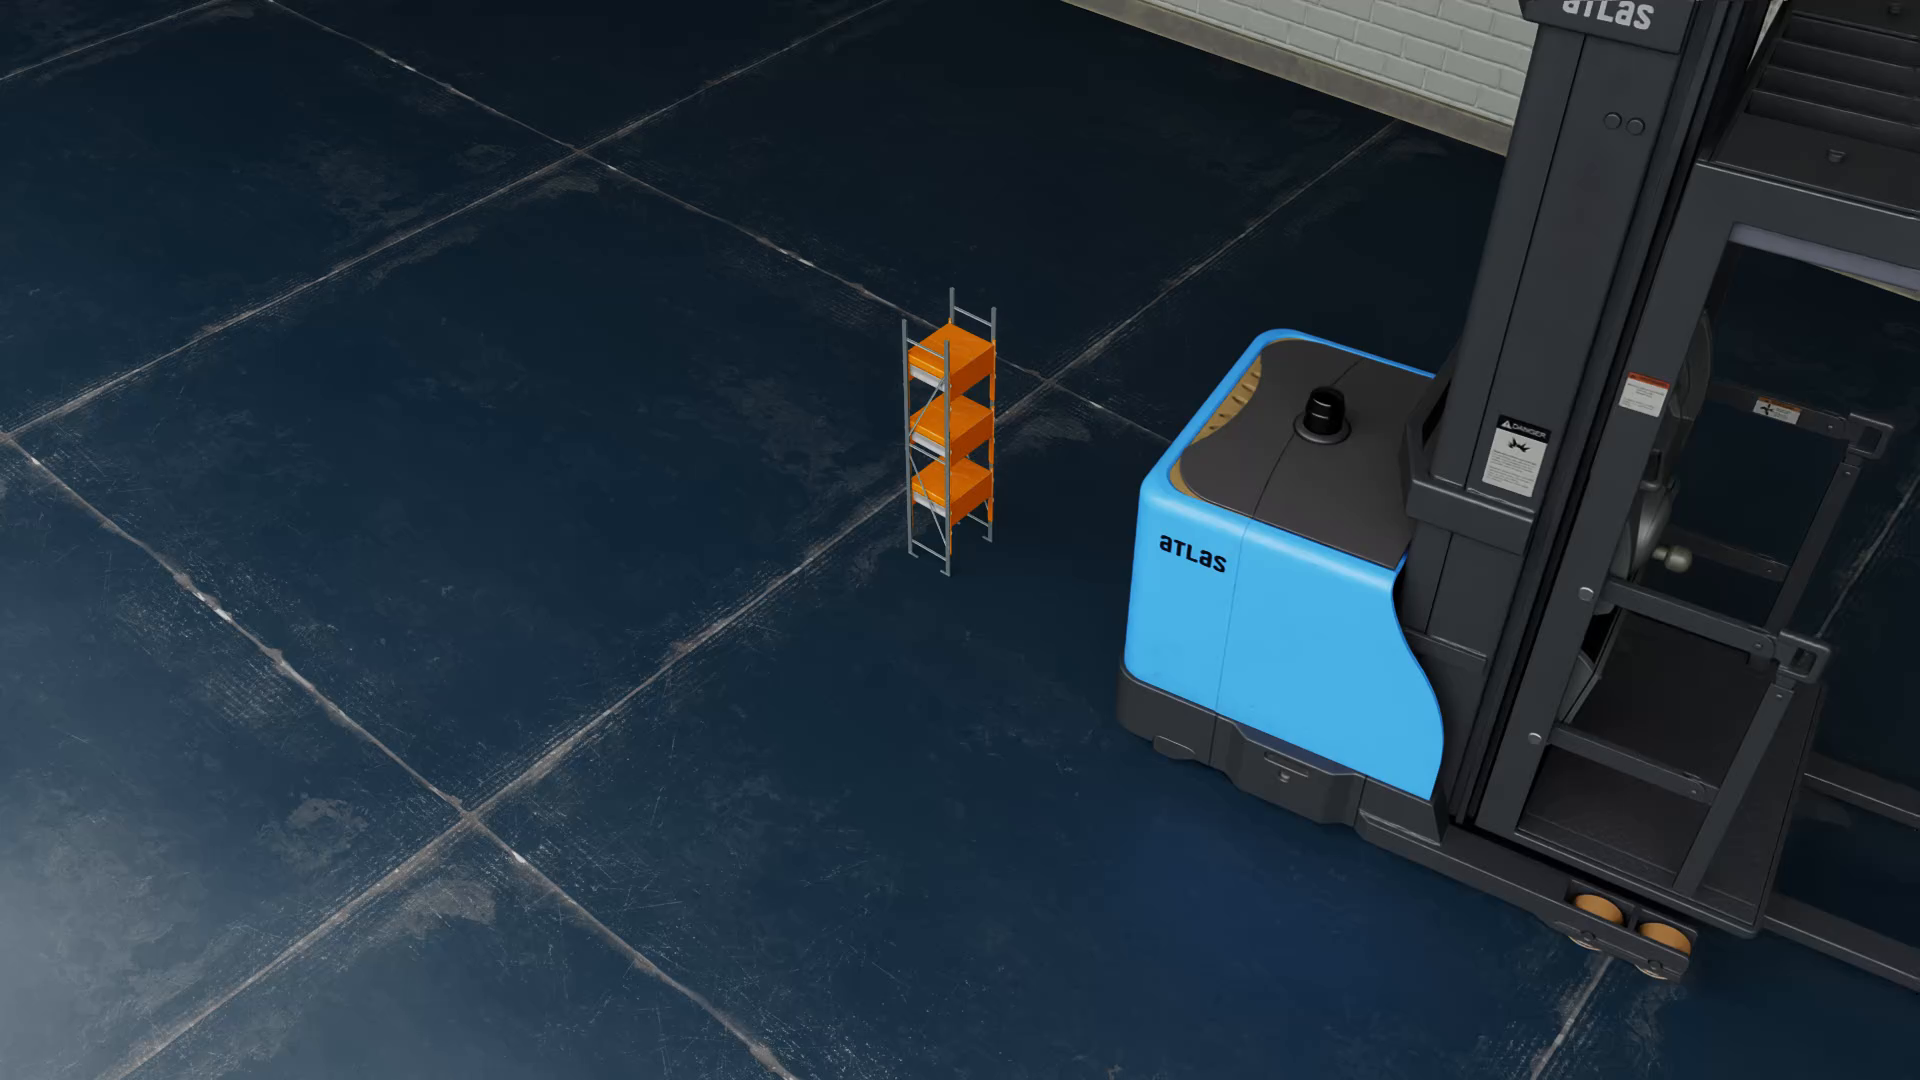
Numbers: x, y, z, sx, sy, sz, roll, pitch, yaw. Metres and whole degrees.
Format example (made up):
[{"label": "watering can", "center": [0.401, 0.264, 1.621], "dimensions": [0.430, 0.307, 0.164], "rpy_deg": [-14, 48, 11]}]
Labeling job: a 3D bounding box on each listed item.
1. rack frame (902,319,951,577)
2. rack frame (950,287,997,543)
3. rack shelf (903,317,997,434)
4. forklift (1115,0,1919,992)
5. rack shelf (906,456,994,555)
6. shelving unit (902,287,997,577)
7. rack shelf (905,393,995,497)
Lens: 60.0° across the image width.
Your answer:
[{"label": "rack frame", "center": [-0.113, -0.298, 5.797], "dimensions": [0.200, 1.050, 0.008], "rpy_deg": [29, 50, 28]}, {"label": "rack frame", "center": [0.044, -0.424, 5.936], "dimensions": [0.200, 1.050, 0.008], "rpy_deg": [29, 50, 28]}, {"label": "rack shelf", "center": [-0.034, -0.563, 5.683], "dimensions": [0.215, 0.259, 0.240], "rpy_deg": [29, 50, 28]}, {"label": "forklift", "center": [2.044, -0.220, 4.313], "dimensions": [3.031, 2.935, 1.130], "rpy_deg": [22, 47, 22]}, {"label": "rack shelf", "center": [-0.034, -0.147, 6.061], "dimensions": [0.215, 0.259, 0.240], "rpy_deg": [29, 50, 28]}, {"label": "shelving unit", "center": [-0.034, -0.361, 5.867], "dimensions": [0.215, 1.050, 0.252], "rpy_deg": [29, 50, 28]}, {"label": "rack shelf", "center": [-0.034, -0.353, 5.874], "dimensions": [0.215, 0.259, 0.240], "rpy_deg": [29, 50, 28]}]
